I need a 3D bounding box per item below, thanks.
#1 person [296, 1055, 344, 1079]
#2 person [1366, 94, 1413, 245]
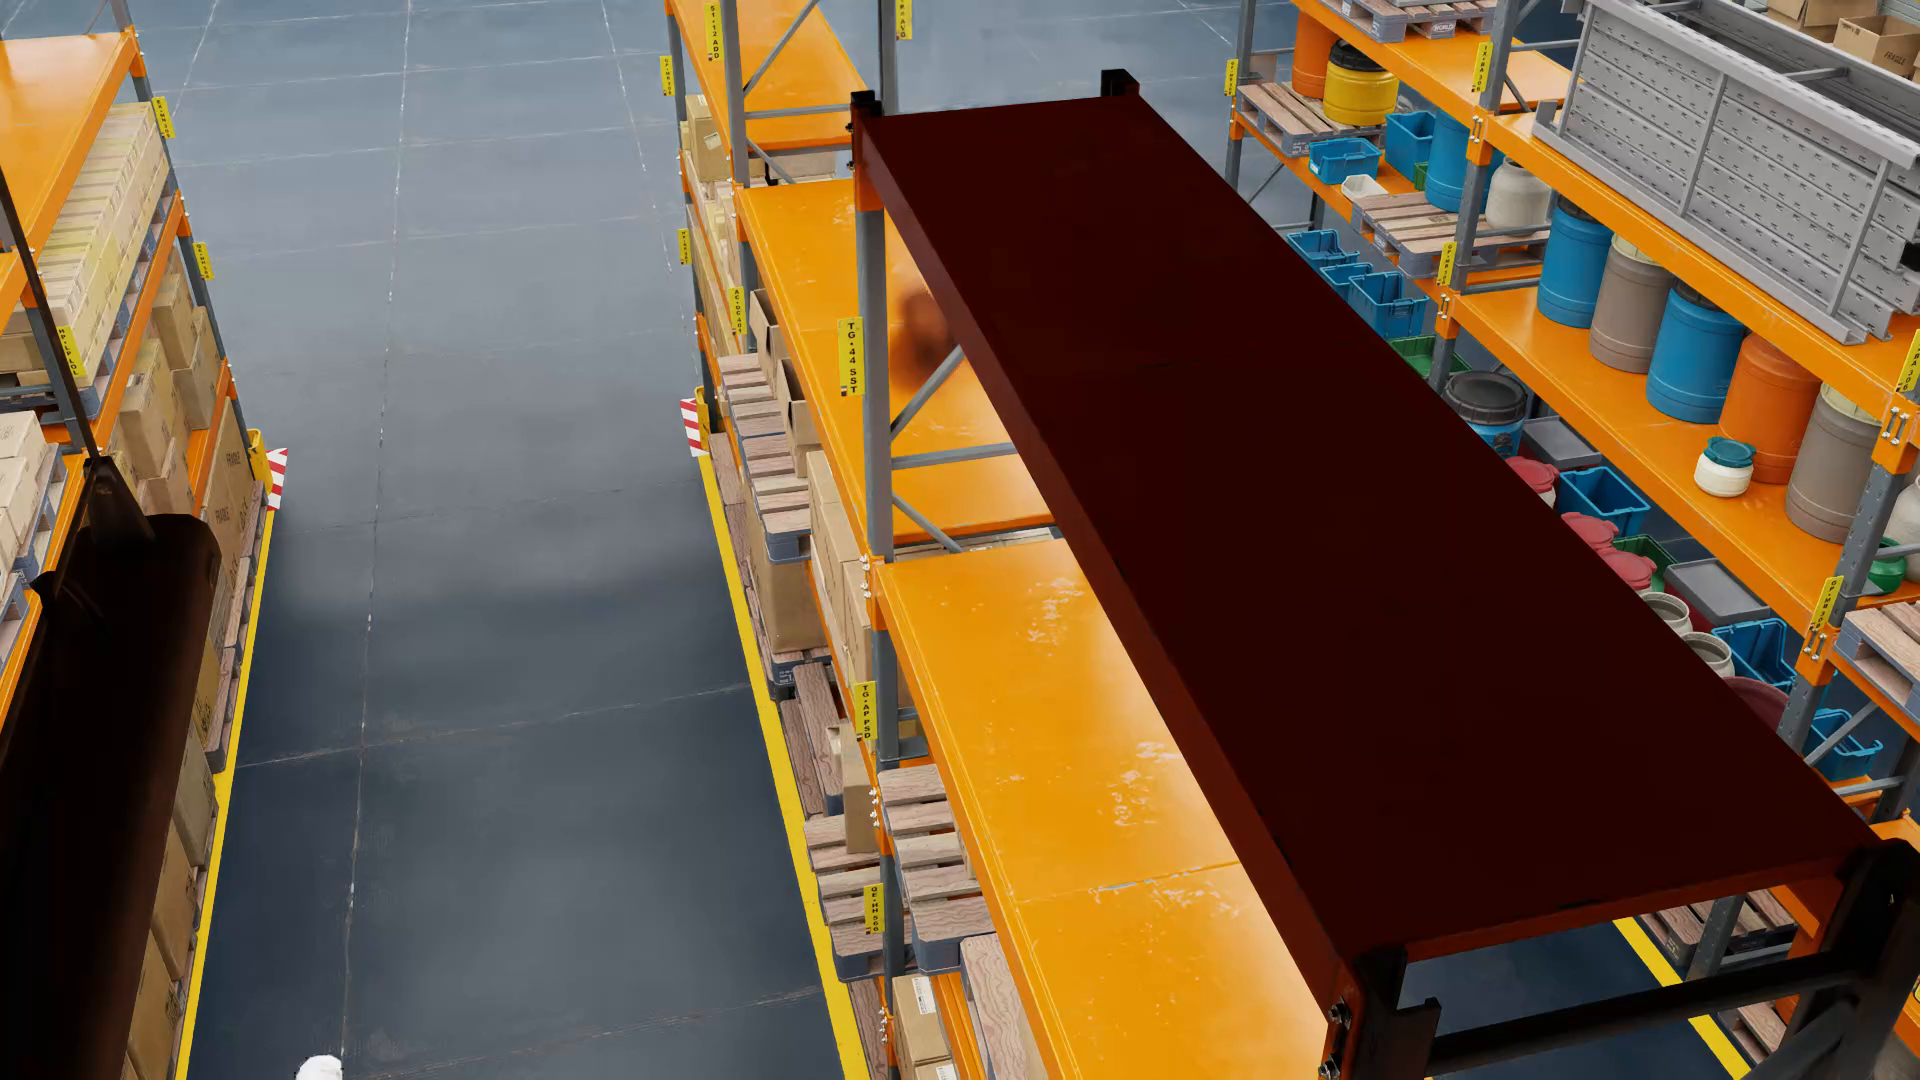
[{"bbox_3d":[-2.894,3.098,7.957,0.644,1.785,0.904,-7,35,-11],"label":"person"},{"bbox_3d":[4.764,-4.157,18.625,0.533,1.749,0.670,5,35,8],"label":"person"}]
